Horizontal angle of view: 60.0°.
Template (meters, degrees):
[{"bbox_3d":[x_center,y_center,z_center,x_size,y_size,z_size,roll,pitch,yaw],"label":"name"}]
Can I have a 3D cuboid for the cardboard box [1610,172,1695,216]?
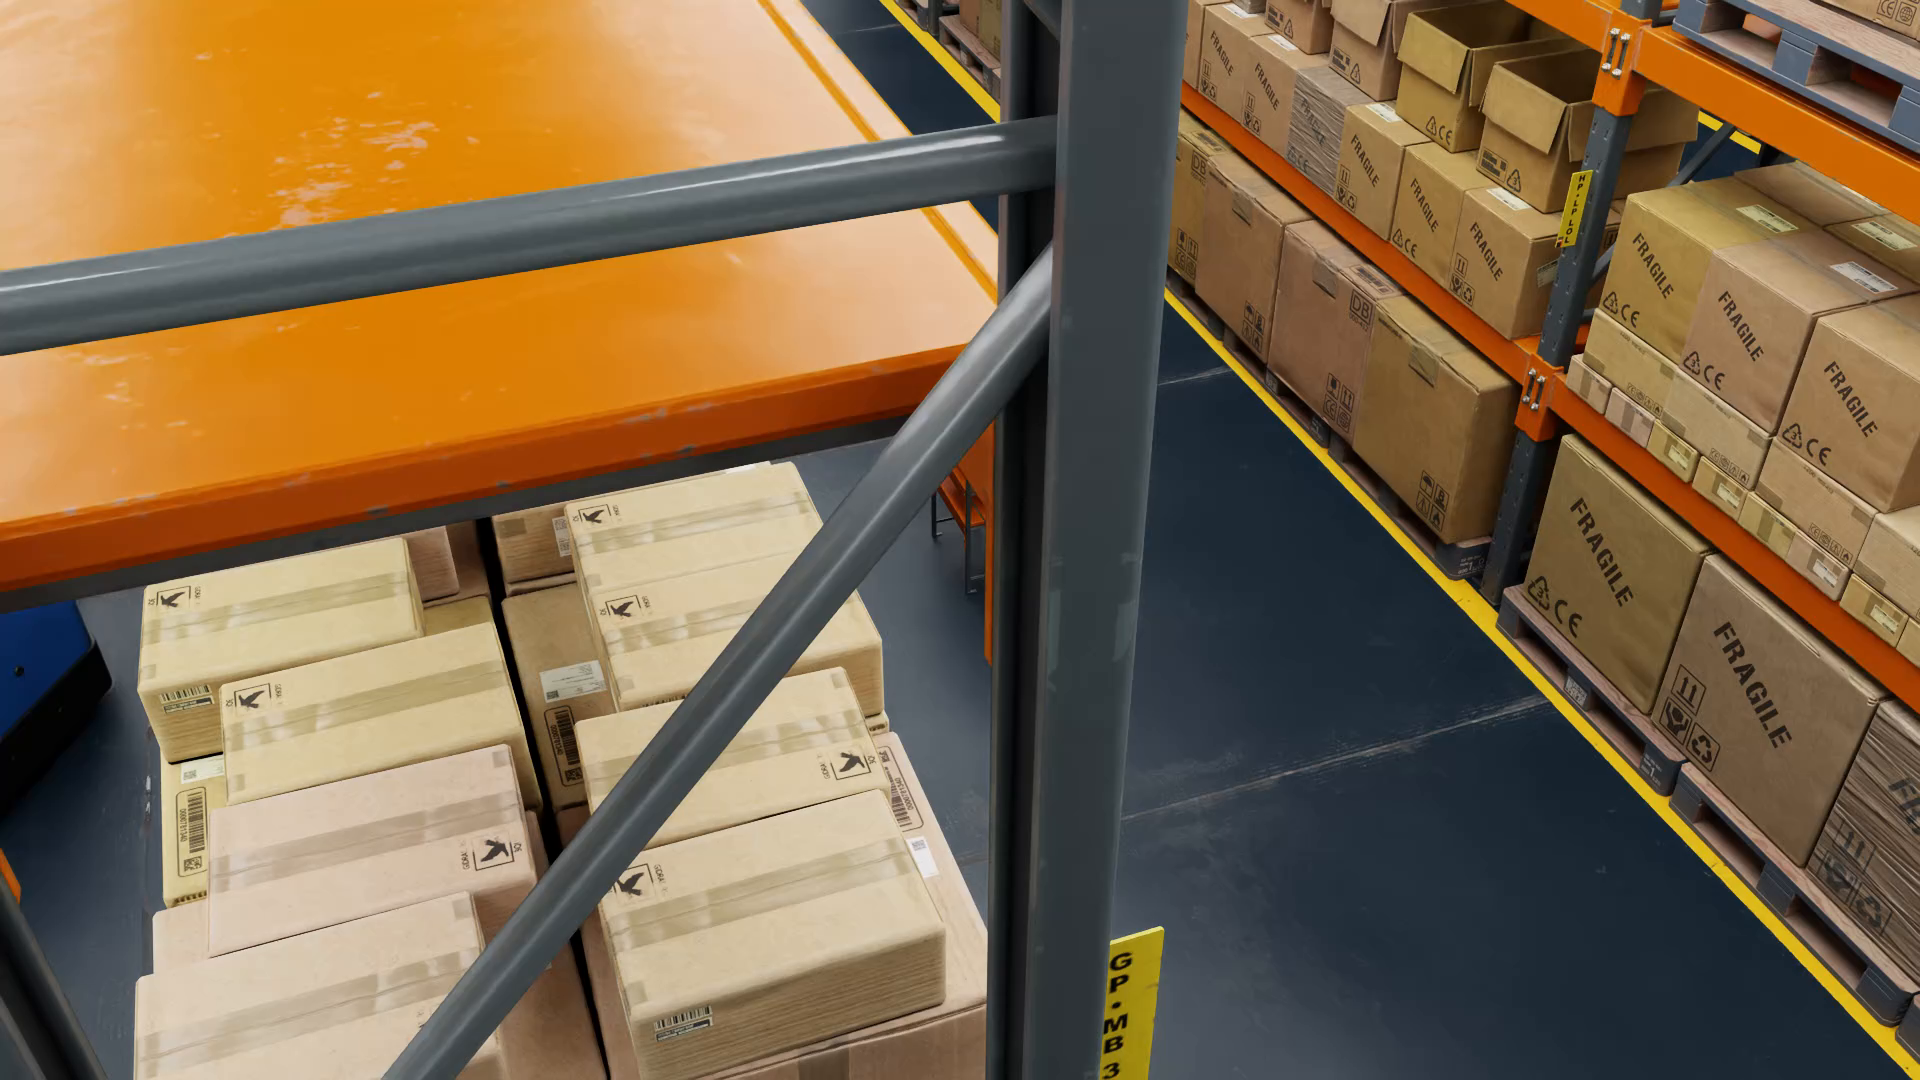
[{"bbox_3d":[3.053,-1.367,7.549,0.500,0.500,0.500,-12,39,-16],"label":"cardboard box"}]

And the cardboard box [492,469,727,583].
[{"bbox_3d":[-0.603,-0.091,2.822,0.380,0.149,0.250,-11,38,-15],"label":"cardboard box"}]

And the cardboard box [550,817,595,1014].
[{"bbox_3d":[-0.430,0.471,2.824,0.500,0.250,0.500,-11,38,-14],"label":"cardboard box"}]

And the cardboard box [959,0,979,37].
[{"bbox_3d":[0.415,-4.361,13.319,0.700,0.500,0.500,-15,40,-19],"label":"cardboard box"}]

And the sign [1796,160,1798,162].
[{"bbox_3d":[3.497,-1.509,7.035,0.100,0.325,0.005,-12,39,-16],"label":"sign"}]

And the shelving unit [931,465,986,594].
[{"bbox_3d":[0.057,-0.386,7.825,0.258,1.200,0.503,-12,39,-16],"label":"shelving unit"}]

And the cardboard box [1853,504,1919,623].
[{"bbox_3d":[3.405,0.099,5.564,0.500,0.250,0.500,-12,39,-16],"label":"cardboard box"}]

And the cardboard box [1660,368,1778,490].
[{"bbox_3d":[3.059,-0.473,6.323,0.500,0.250,0.500,-13,39,-16],"label":"cardboard box"}]

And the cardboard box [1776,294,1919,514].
[{"bbox_3d":[3.247,-0.478,5.706,0.500,0.500,0.500,-14,39,-17],"label":"cardboard box"}]

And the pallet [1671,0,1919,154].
[{"bbox_3d":[3.249,-1.714,5.673,1.003,0.211,1.213,-12,39,-16],"label":"pallet"}]

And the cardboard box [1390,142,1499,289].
[{"bbox_3d":[2.396,-1.544,7.784,0.500,0.500,0.500,-11,38,-15],"label":"cardboard box"}]

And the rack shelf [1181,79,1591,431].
[{"bbox_3d":[2.289,-1.858,8.882,1.077,0.370,4.000,-12,39,-16],"label":"rack shelf"}]

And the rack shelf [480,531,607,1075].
[{"bbox_3d":[-1.027,0.173,3.692,1.077,0.370,4.000,-12,39,-16],"label":"rack shelf"}]

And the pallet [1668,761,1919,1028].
[{"bbox_3d":[3.589,1.234,6.496,1.003,0.211,1.213,-12,39,-16],"label":"pallet"}]

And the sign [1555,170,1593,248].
[{"bbox_3d":[2.471,-1.329,6.685,0.100,0.325,0.005,-12,39,-16],"label":"sign"}]

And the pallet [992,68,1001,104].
[{"bbox_3d":[0.917,-3.291,12.504,1.003,0.211,1.213,-12,39,-16],"label":"pallet"}]

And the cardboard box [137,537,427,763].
[{"bbox_3d":[-1.003,0.158,2.492,0.380,0.149,0.250,-12,39,-15],"label":"cardboard box"}]

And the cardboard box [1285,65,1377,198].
[{"bbox_3d":[2.041,-2.122,8.551,0.500,0.500,0.500,-12,39,-16],"label":"cardboard box"}]

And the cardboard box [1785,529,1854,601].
[{"bbox_3d":[3.213,0.053,5.956,0.380,0.149,0.250,-12,39,-15],"label":"cardboard box"}]

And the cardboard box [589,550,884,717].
[{"bbox_3d":[-0.332,0.170,2.476,0.380,0.149,0.250,-12,39,-16],"label":"cardboard box"}]

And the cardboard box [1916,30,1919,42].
[{"bbox_3d":[3.483,-1.727,5.102,0.700,0.500,0.500,-11,38,-14],"label":"cardboard box"}]

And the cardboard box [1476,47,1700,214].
[{"bbox_3d":[2.749,-1.815,7.311,0.797,0.503,0.637,-13,39,-17],"label":"cardboard box"}]

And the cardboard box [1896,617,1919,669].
[{"bbox_3d":[3.396,0.348,5.564,0.380,0.149,0.250,-12,39,-15],"label":"cardboard box"}]

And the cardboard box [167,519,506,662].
[{"bbox_3d":[-1.087,0.090,2.914,0.500,0.250,0.500,-12,39,-15],"label":"cardboard box"}]

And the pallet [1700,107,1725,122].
[{"bbox_3d":[6.021,-3.633,12.958,1.003,0.211,1.213,-12,39,-16],"label":"pallet"}]

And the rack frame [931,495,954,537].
[{"bbox_3d":[-0.027,-0.524,8.008,0.240,1.200,0.015,-12,39,-16],"label":"rack frame"}]

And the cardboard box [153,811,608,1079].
[{"bbox_3d":[-0.736,0.668,2.146,0.500,0.250,0.500,-14,39,-17],"label":"cardboard box"}]

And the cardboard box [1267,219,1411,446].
[{"bbox_3d":[2.430,-1.197,8.823,1.225,0.875,0.875,-14,39,-18],"label":"cardboard box"}]

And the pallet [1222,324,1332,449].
[{"bbox_3d":[2.217,-1.012,9.479,1.003,0.211,1.213,-12,39,-16],"label":"pallet"}]

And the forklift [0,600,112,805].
[{"bbox_3d":[-5.314,-0.403,6.410,3.031,2.935,1.130,8,38,10],"label":"forklift"}]

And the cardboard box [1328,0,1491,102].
[{"bbox_3d":[2.295,-2.553,8.290,0.797,0.503,0.637,-11,38,-14],"label":"cardboard box"}]

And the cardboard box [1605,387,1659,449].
[{"bbox_3d":[2.857,-0.531,6.731,0.380,0.149,0.250,-14,39,-17],"label":"cardboard box"}]

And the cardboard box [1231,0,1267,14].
[{"bbox_3d":[1.837,-3.300,9.281,0.797,0.503,0.637,-11,38,-14],"label":"cardboard box"}]

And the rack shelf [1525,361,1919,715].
[{"bbox_3d":[3.665,0.402,5.882,1.077,0.370,4.000,-12,39,-16],"label":"rack shelf"}]

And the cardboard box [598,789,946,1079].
[{"bbox_3d":[-0.236,0.486,2.056,0.380,0.149,0.250,-13,39,-16],"label":"cardboard box"}]

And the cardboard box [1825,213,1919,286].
[{"bbox_3d":[3.555,-0.886,6.248,0.500,0.500,0.500,-12,39,-15],"label":"cardboard box"}]

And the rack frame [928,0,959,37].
[{"bbox_3d":[0.224,-5.535,13.165,1.000,3.000,0.127,-12,39,-16],"label":"rack frame"}]

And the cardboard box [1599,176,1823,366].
[{"bbox_3d":[2.902,-1.051,6.466,0.500,0.500,0.500,-12,39,-16],"label":"cardboard box"}]

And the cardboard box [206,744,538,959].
[{"bbox_3d":[-0.742,0.435,2.125,0.380,0.149,0.250,-12,39,-15],"label":"cardboard box"}]

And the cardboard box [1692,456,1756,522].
[{"bbox_3d":[3.040,-0.234,6.337,0.380,0.149,0.250,-13,39,-17],"label":"cardboard box"}]

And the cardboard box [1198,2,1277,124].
[{"bbox_3d":[1.692,-2.693,9.310,0.500,0.500,0.500,-13,39,-17],"label":"cardboard box"}]

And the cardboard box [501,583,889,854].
[{"bbox_3d":[-0.426,0.279,2.662,0.500,0.250,0.500,-13,39,-17],"label":"cardboard box"}]

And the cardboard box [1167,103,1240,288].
[{"bbox_3d":[1.818,-2.200,10.155,1.225,0.875,0.875,-14,39,-18],"label":"cardboard box"}]

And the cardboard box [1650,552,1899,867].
[{"bbox_3d":[3.439,0.563,6.487,0.875,0.875,0.875,-12,39,-16],"label":"cardboard box"}]

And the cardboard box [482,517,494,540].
[{"bbox_3d":[-0.787,-0.111,3.597,0.500,0.250,0.500,-13,39,-16],"label":"cardboard box"}]

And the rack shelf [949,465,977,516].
[{"bbox_3d":[0.057,-0.332,7.866,0.258,0.148,0.480,-12,39,-16],"label":"rack shelf"}]

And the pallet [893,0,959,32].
[{"bbox_3d":[-0.040,-4.793,14.498,1.003,0.211,1.213,-12,39,-16],"label":"pallet"}]
